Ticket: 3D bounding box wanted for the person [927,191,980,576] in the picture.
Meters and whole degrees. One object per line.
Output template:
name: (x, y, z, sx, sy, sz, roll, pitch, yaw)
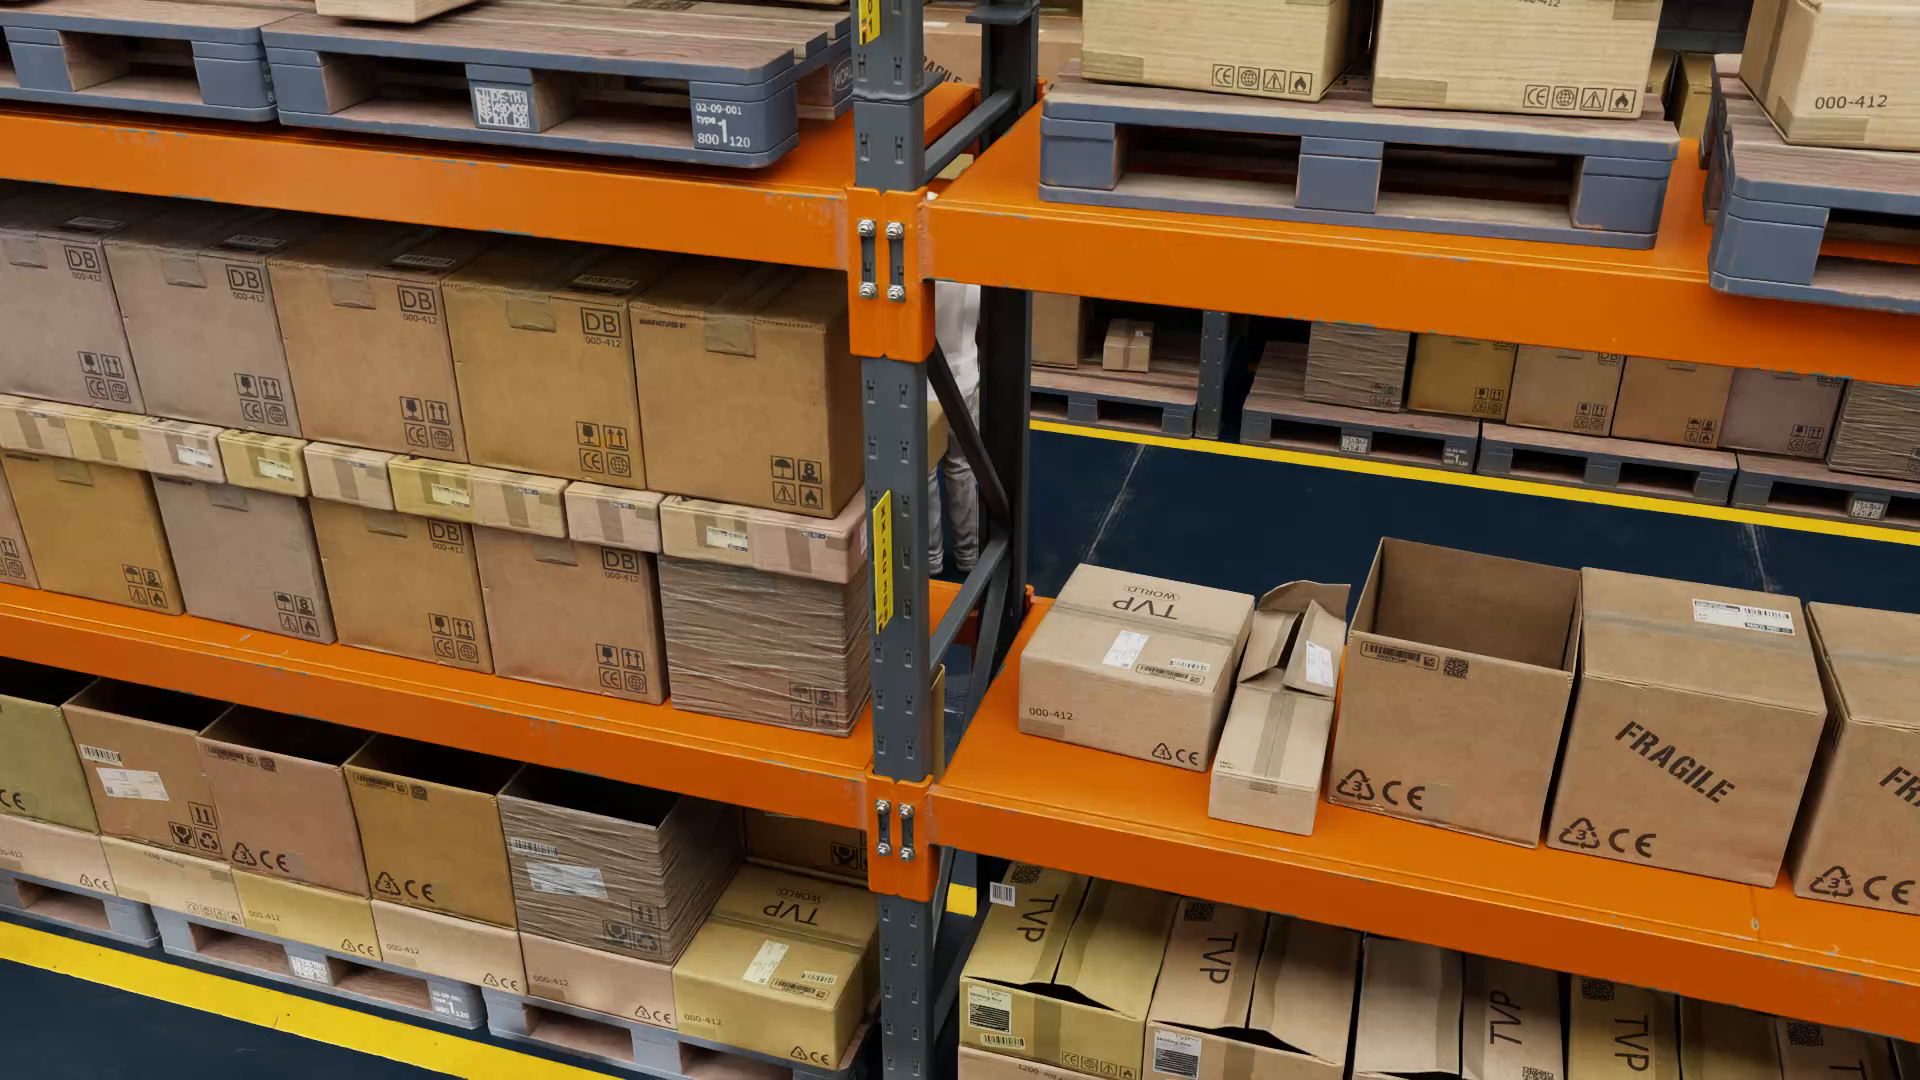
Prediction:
person: (-0.100, -0.686, 7.312, 0.625, 1.788, 0.420, -6, 30, -11)
